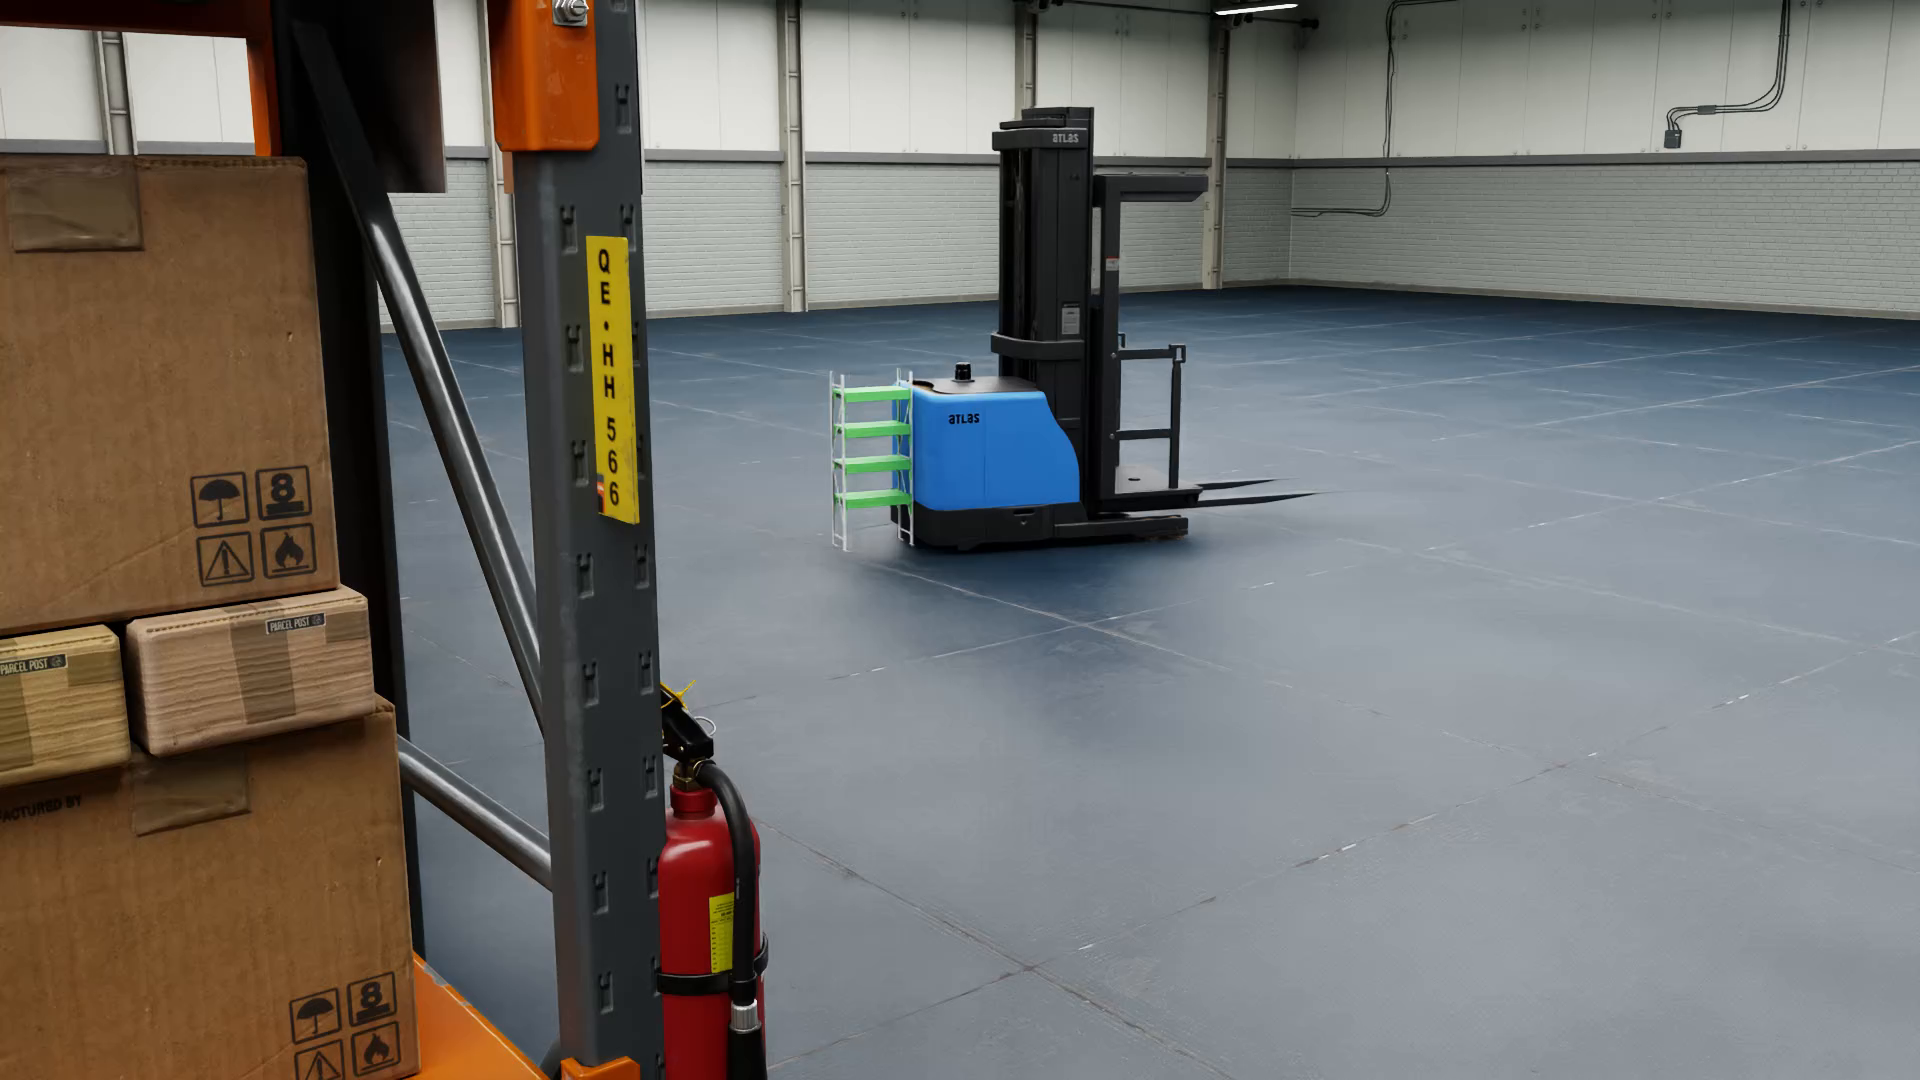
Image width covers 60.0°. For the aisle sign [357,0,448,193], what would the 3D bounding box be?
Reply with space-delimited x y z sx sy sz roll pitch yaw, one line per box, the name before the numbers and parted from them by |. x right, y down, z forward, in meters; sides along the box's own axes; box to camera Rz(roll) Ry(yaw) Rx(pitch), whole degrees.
aisle sign | -0.870 -0.922 2.490 0.004 0.787 0.394 -9 15 -38

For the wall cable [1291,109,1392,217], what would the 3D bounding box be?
wall cable | 9.235 -9.143 40.498 0.112 2.526 3.097 -9 15 -38

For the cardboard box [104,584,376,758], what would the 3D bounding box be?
cardboard box | -0.910 0.122 2.029 0.250 0.149 0.380 -10 15 -39

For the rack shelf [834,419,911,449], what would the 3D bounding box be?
rack shelf | -0.599 -0.720 11.282 0.480 0.148 0.258 -5 13 -23

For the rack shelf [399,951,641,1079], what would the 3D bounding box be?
rack shelf | -2.292 1.019 1.338 4.000 0.370 1.077 -9 15 -38

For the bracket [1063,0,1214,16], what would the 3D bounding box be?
bracket | 3.994 -11.809 36.912 4.783 0.066 0.076 -9 15 -38

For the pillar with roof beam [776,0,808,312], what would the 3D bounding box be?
pillar with roof beam | -0.573 -8.239 28.764 0.400 9.000 9.100 -9 15 -38

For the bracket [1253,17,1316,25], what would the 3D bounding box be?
bracket | 8.044 -12.482 40.081 3.189 0.066 0.076 -9 15 -38

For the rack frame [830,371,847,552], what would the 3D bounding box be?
rack frame | -0.822 -0.527 11.222 0.015 1.200 0.240 -5 13 -23

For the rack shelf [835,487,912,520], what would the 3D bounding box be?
rack shelf | -0.599 -0.250 11.382 0.480 0.148 0.258 -5 13 -23

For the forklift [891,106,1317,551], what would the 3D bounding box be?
forklift | 1.077 -1.521 11.737 3.031 2.935 1.130 -4 13 -19

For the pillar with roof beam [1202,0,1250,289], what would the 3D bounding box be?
pillar with roof beam | 8.798 -9.796 36.097 0.548 9.000 9.100 -9 15 -38

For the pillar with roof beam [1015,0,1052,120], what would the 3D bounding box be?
pillar with roof beam | 4.113 -9.017 32.431 0.548 9.000 9.100 -9 15 -38

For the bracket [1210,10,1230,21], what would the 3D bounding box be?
bracket | 6.006 -12.144 38.487 0.430 0.232 0.235 -9 15 -38

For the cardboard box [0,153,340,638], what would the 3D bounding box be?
cardboard box | -1.144 -0.210 2.033 0.500 0.500 0.700 -9 15 -37

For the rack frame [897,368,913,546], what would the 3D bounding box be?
rack frame | -0.376 -0.568 11.416 0.015 1.200 0.240 -5 13 -23

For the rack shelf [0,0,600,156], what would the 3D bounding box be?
rack shelf | -2.292 -0.448 1.027 4.000 0.370 1.077 -9 15 -38

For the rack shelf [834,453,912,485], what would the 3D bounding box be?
rack shelf | -0.599 -0.485 11.332 0.480 0.148 0.258 -5 13 -23

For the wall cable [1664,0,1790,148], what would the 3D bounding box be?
wall cable | 15.153 -10.784 32.561 0.169 6.003 2.305 -9 15 -38

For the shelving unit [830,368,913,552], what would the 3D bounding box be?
shelving unit | -0.599 -0.548 11.319 0.503 1.200 0.258 -5 13 -23

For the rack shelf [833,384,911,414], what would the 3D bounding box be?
rack shelf | -0.599 -0.955 11.232 0.480 0.148 0.258 -5 13 -23

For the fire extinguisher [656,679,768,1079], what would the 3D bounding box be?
fire extinguisher | -0.348 0.506 2.211 0.183 0.674 0.296 -9 15 -38

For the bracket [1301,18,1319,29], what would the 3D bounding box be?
bracket | 8.505 -12.559 40.442 0.430 0.232 0.235 -9 15 -38

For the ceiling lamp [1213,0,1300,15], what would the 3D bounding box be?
ceiling lamp | 6.058 -12.078 32.790 0.800 3.185 2.000 -9 15 -38

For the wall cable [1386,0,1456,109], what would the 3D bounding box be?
wall cable | 10.925 -11.175 37.907 0.112 2.526 3.097 -9 15 -38

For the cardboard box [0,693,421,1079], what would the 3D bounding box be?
cardboard box | -1.103 0.418 2.200 0.500 0.500 0.700 -9 15 -38

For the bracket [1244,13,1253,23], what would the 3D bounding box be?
bracket | 6.654 -12.251 38.994 0.430 0.232 0.235 -9 15 -38

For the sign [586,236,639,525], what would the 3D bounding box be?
sign | -0.402 -0.184 1.918 0.005 0.325 0.100 -9 15 -38

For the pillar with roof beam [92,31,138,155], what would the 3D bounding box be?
pillar with roof beam | -9.943 -6.682 21.431 0.400 9.000 9.100 -9 15 -38

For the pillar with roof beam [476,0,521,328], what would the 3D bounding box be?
pillar with roof beam | -5.258 -7.460 25.098 0.400 9.000 9.100 -9 15 -38

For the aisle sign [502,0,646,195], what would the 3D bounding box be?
aisle sign | -0.496 -0.824 2.031 0.004 0.787 0.394 -9 15 -38

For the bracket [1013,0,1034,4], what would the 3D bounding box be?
bracket | 1.321 -11.365 34.820 0.430 0.232 0.235 -9 15 -38

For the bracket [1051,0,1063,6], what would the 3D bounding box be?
bracket | 1.969 -11.473 35.328 0.430 0.232 0.235 -9 15 -38

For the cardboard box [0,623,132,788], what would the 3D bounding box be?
cardboard box | -1.113 0.157 1.868 0.250 0.149 0.380 -9 15 -36
